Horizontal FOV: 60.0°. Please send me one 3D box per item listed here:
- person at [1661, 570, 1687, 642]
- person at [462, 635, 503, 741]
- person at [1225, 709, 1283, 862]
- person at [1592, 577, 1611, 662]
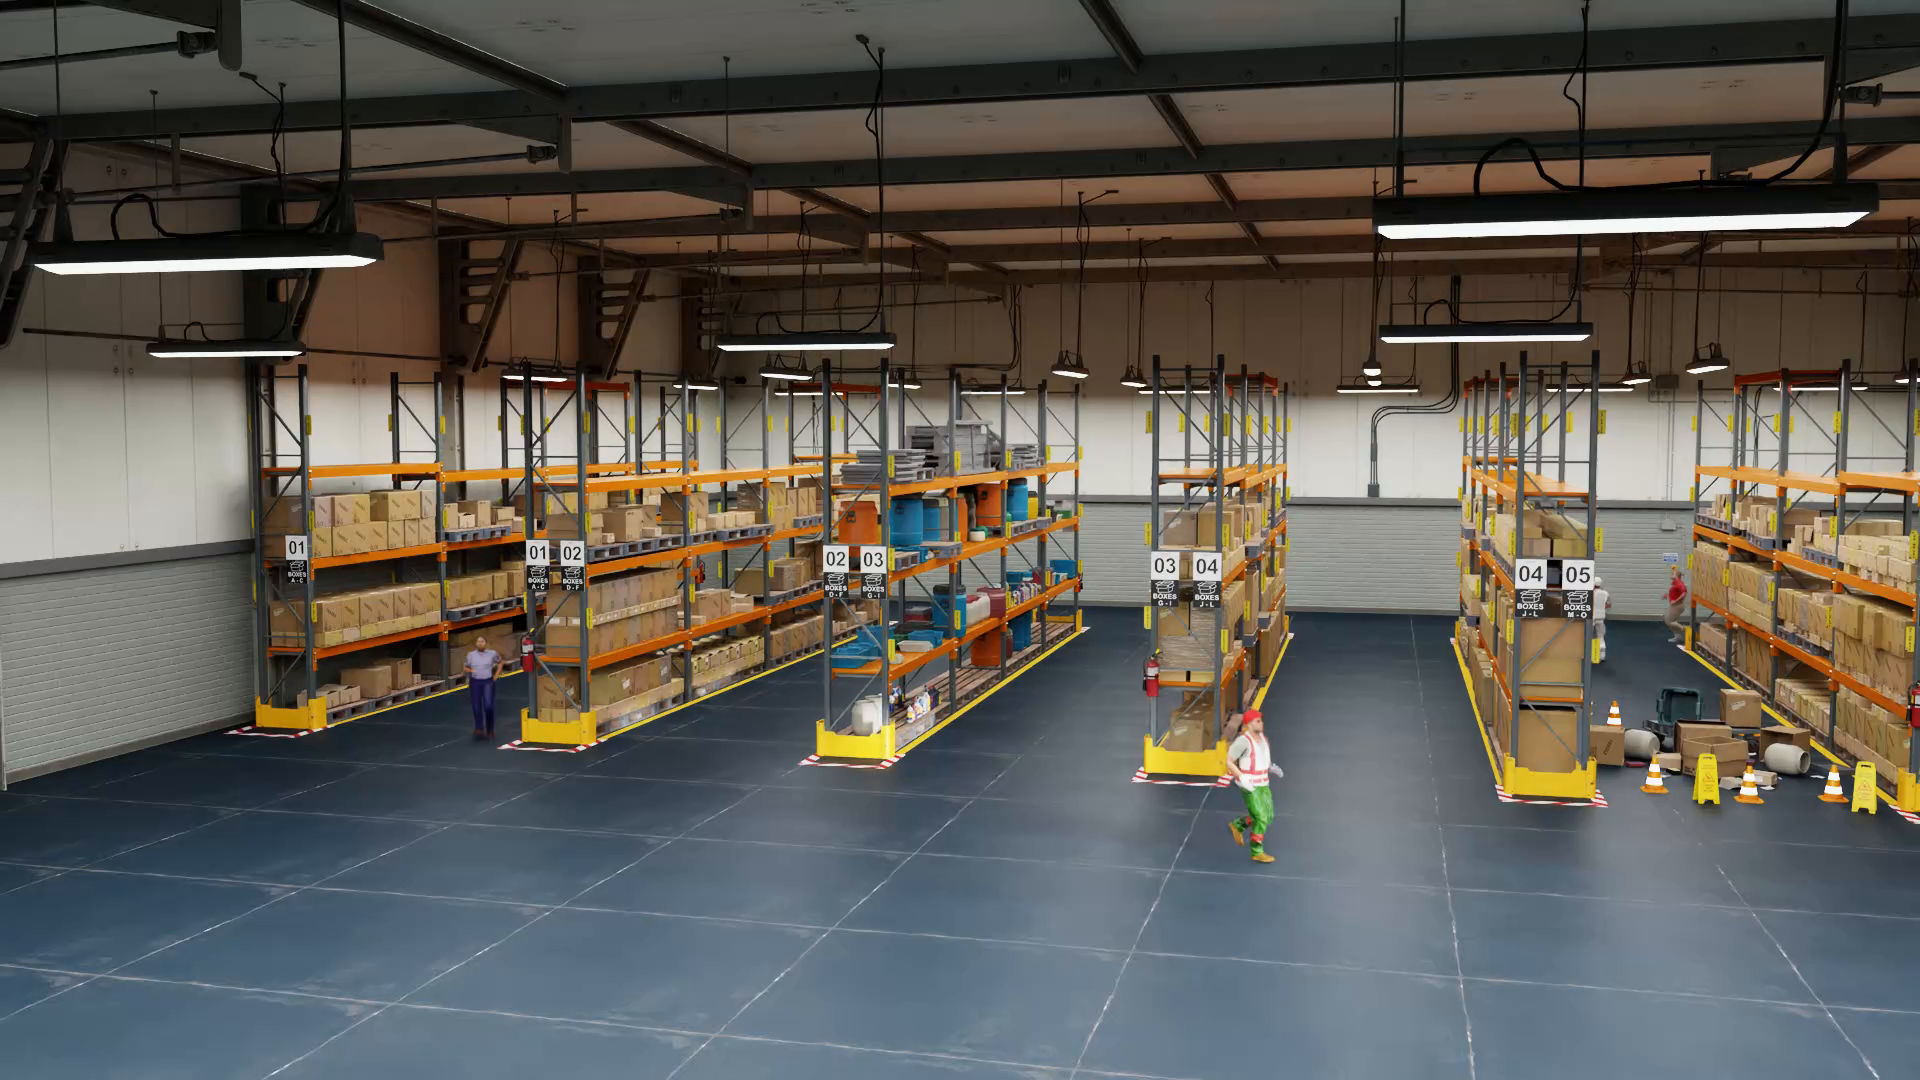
[{"bbox_3d":[16.497,1.527,38.329,0.638,1.664,0.684,2,4,22],"label":"person"},{"bbox_3d":[-7.617,2.375,26.521,0.608,1.717,0.631,-1,4,-7],"label":"person"},{"bbox_3d":[3.340,2.809,19.135,0.651,1.747,0.692,-4,5,-42],"label":"person"},{"bbox_3d":[13.359,1.702,34.936,0.664,1.852,0.776,0,4,1],"label":"person"}]
